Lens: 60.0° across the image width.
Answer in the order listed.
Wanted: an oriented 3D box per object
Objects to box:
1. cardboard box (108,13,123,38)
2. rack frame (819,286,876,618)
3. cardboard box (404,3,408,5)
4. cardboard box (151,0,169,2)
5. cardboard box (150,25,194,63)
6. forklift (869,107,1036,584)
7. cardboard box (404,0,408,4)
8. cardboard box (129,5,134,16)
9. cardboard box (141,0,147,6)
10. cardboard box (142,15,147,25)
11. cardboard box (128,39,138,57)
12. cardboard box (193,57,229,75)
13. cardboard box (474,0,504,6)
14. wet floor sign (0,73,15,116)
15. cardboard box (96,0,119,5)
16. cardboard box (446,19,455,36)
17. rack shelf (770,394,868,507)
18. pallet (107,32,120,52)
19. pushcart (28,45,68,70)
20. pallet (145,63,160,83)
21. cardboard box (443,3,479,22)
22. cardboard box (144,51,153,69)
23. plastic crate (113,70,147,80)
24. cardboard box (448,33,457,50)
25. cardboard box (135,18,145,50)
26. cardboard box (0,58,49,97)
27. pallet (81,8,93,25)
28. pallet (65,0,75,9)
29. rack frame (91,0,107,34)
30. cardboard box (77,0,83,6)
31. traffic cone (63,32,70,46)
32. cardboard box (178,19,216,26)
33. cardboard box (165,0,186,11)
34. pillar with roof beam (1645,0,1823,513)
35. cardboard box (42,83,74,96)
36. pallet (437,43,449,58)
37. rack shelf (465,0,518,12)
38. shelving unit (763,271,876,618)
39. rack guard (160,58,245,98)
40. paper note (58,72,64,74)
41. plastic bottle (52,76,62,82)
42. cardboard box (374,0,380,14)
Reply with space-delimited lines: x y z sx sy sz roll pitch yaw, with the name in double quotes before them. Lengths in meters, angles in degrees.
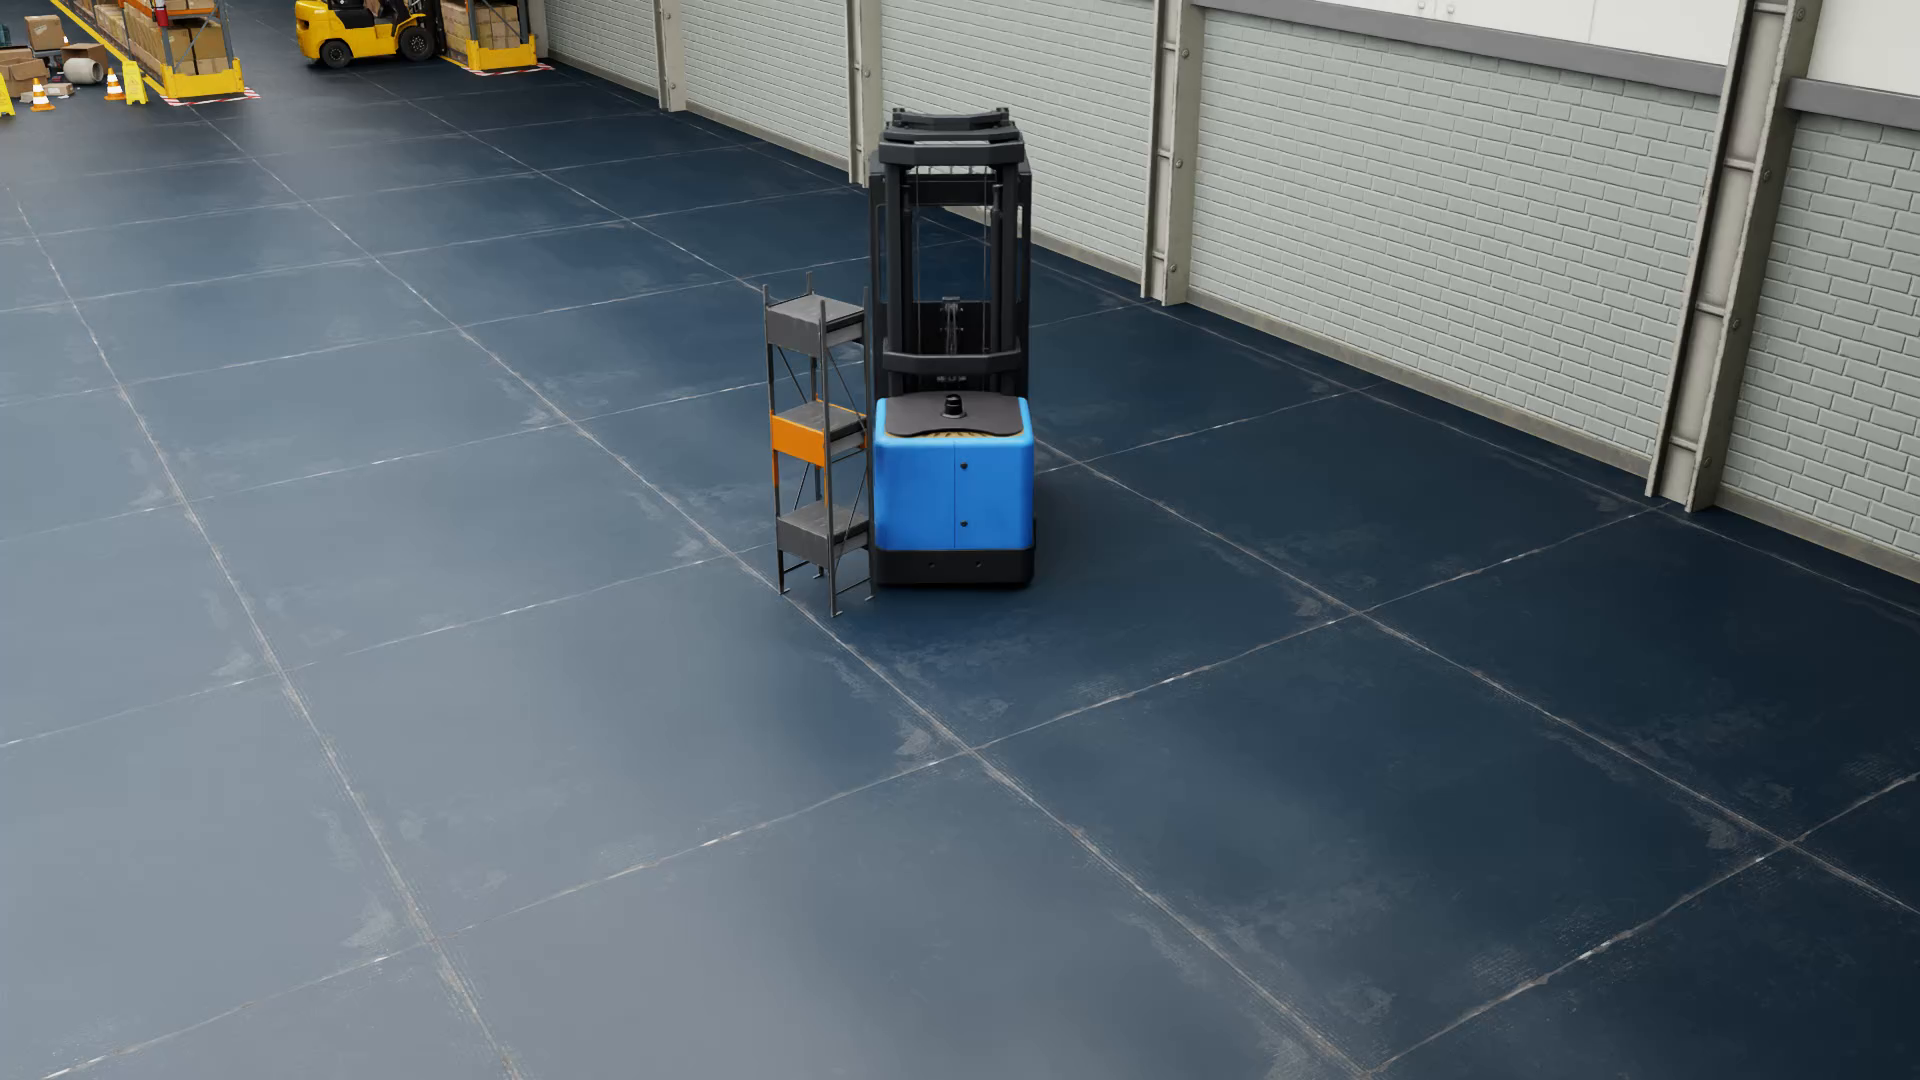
"cardboard box" -15.530 -9.752 31.443 0.950 0.372 0.625 -14 29 -28
"rack frame" -0.689 -0.516 10.345 0.015 2.100 0.400 21 32 37
"cardboard box" -10.303 -10.145 31.832 0.500 0.250 0.500 -16 29 -30
"cardboard box" -12.808 -8.938 26.666 0.500 0.500 0.500 -16 30 -30
"cardboard box" -12.937 -8.140 27.292 0.500 0.500 0.500 -15 29 -29
"forklift" -0.072 -1.623 11.717 1.130 2.935 3.031 -1 25 -1
"cardboard box" -10.307 -10.370 31.722 0.500 0.250 0.500 -16 30 -30
"cardboard box" -14.069 -9.122 28.612 0.380 0.149 0.250 -14 29 -28
"cardboard box" -13.184 -8.845 27.230 0.380 0.149 0.250 -15 29 -29
"cardboard box" -13.328 -8.639 27.590 0.380 0.149 0.250 -15 29 -29
"cardboard box" -14.369 -8.732 29.424 0.500 0.250 0.500 -17 30 -32
"cardboard box" -12.490 -7.928 27.721 0.500 0.250 0.500 -16 30 -30
"cardboard box" -8.504 -9.579 30.048 0.500 0.250 0.500 -15 29 -29
"wet floor sign" -14.699 -6.825 25.414 0.267 0.644 0.232 -22 33 -38
"cardboard box" -16.956 -10.985 33.466 0.875 0.875 0.875 -16 30 -30
"cardboard box" -8.917 -9.242 29.920 0.500 0.250 0.500 -16 30 -30
"rack shelf" -0.872 -0.572 10.497 0.480 0.518 0.431 21 32 37
"pallet" -15.561 -9.513 31.616 1.003 0.211 1.213 -16 29 -30
"pushcart" -16.348 -8.324 28.903 0.936 0.377 1.648 18 31 33
"pallet" -13.399 -8.129 28.685 1.003 0.211 1.213 -16 29 -30
"cardboard box" -8.921 -9.458 29.792 0.500 0.250 0.500 -15 29 -29
"cardboard box" -13.514 -8.174 28.243 0.500 0.250 0.500 -17 30 -31
"plastic crate" -14.295 -7.986 28.536 0.583 0.080 0.402 18 31 33
"cardboard box" -8.909 -9.007 30.008 0.500 0.250 0.500 -16 29 -30
"cardboard box" -13.785 -8.696 28.470 0.500 0.500 0.500 -14 29 -27
"cardboard box" -15.361 -7.538 27.090 0.637 0.503 0.797 7 26 15
"pallet" -17.678 -10.964 34.691 1.003 0.211 1.213 -16 29 -30
"pallet" -19.182 -11.950 36.778 1.003 0.211 1.213 -16 29 -30
"rack frame" -16.648 -11.490 32.537 1.000 3.000 0.127 -16 29 -30
"cardboard box" -18.427 -11.946 35.502 0.875 0.875 0.875 -15 29 -28
"traffic cone" -16.315 -9.029 30.297 0.336 0.463 0.334 -16 29 -30
"cardboard box" -12.792 -8.461 27.973 0.500 0.500 0.500 -17 30 -31
"cardboard box" -12.665 -8.599 26.707 0.380 0.149 0.250 -14 29 -28
"pillar with roof beam" 1.745 -3.371 8.312 9.100 9.000 0.400 -16 29 -30
"cardboard box" -14.689 -7.337 27.080 0.380 0.149 0.250 -1 25 -3
"pallet" -9.239 -9.225 31.007 1.003 0.211 1.213 -16 29 -30
"rack shelf" -9.216 -10.176 30.598 1.077 0.370 4.000 -16 29 -30
"shelving unit" -0.872 -0.585 10.491 0.503 2.100 0.431 21 32 37
"rack guard" -12.323 -7.525 27.067 1.175 0.500 0.348 -16 29 -30
"paper note" -15.605 -8.129 28.897 0.148 0.019 0.142 -16 29 -30
"plastic bottle" -15.332 -7.832 28.230 0.133 0.061 0.283 -10 27 -21
"cardboard box" -11.432 -11.065 33.927 0.875 0.625 0.625 -17 30 -32
